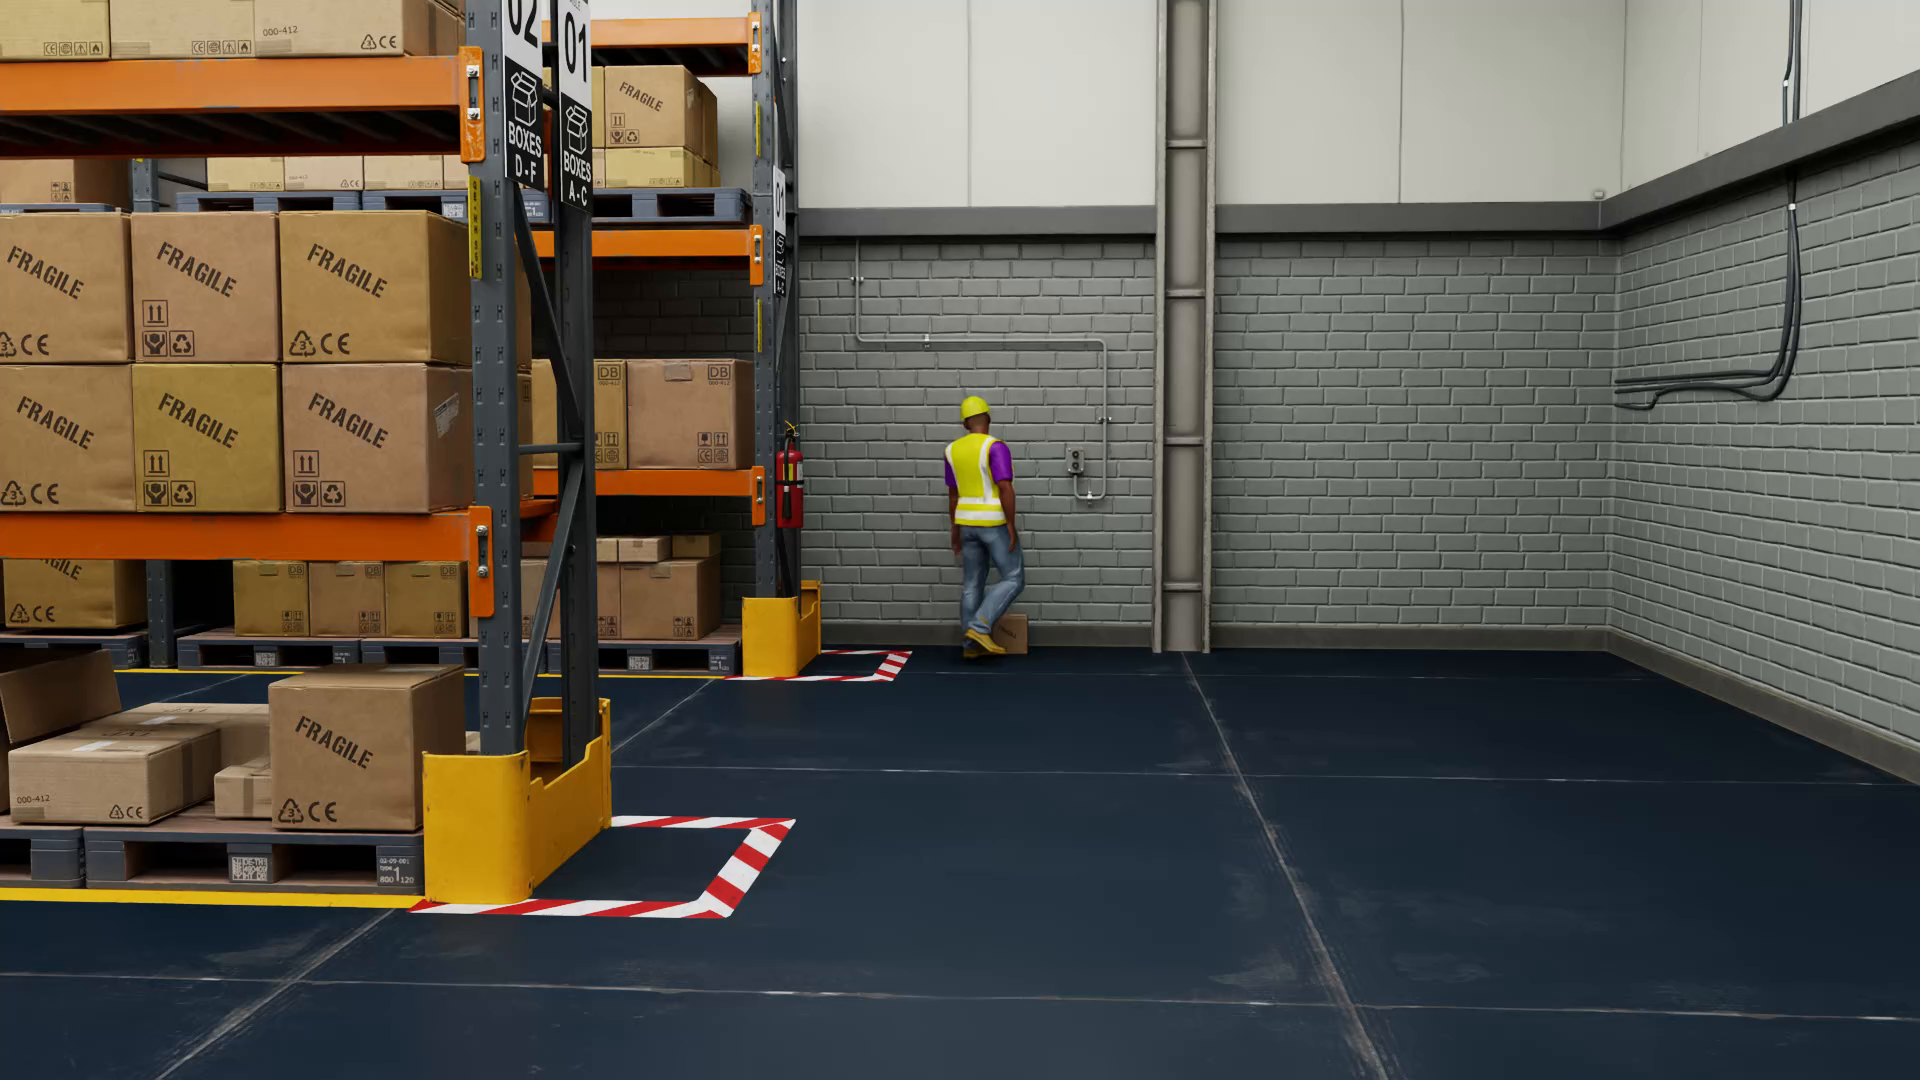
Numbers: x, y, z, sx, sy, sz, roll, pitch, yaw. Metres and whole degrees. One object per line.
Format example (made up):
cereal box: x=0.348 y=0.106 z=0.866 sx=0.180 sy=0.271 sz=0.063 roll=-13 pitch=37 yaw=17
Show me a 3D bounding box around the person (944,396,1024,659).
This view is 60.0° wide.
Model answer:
person: x=0.142 y=-0.081 z=11.126 sx=0.590 sy=1.760 sz=0.469 roll=4 pitch=5 yaw=42
